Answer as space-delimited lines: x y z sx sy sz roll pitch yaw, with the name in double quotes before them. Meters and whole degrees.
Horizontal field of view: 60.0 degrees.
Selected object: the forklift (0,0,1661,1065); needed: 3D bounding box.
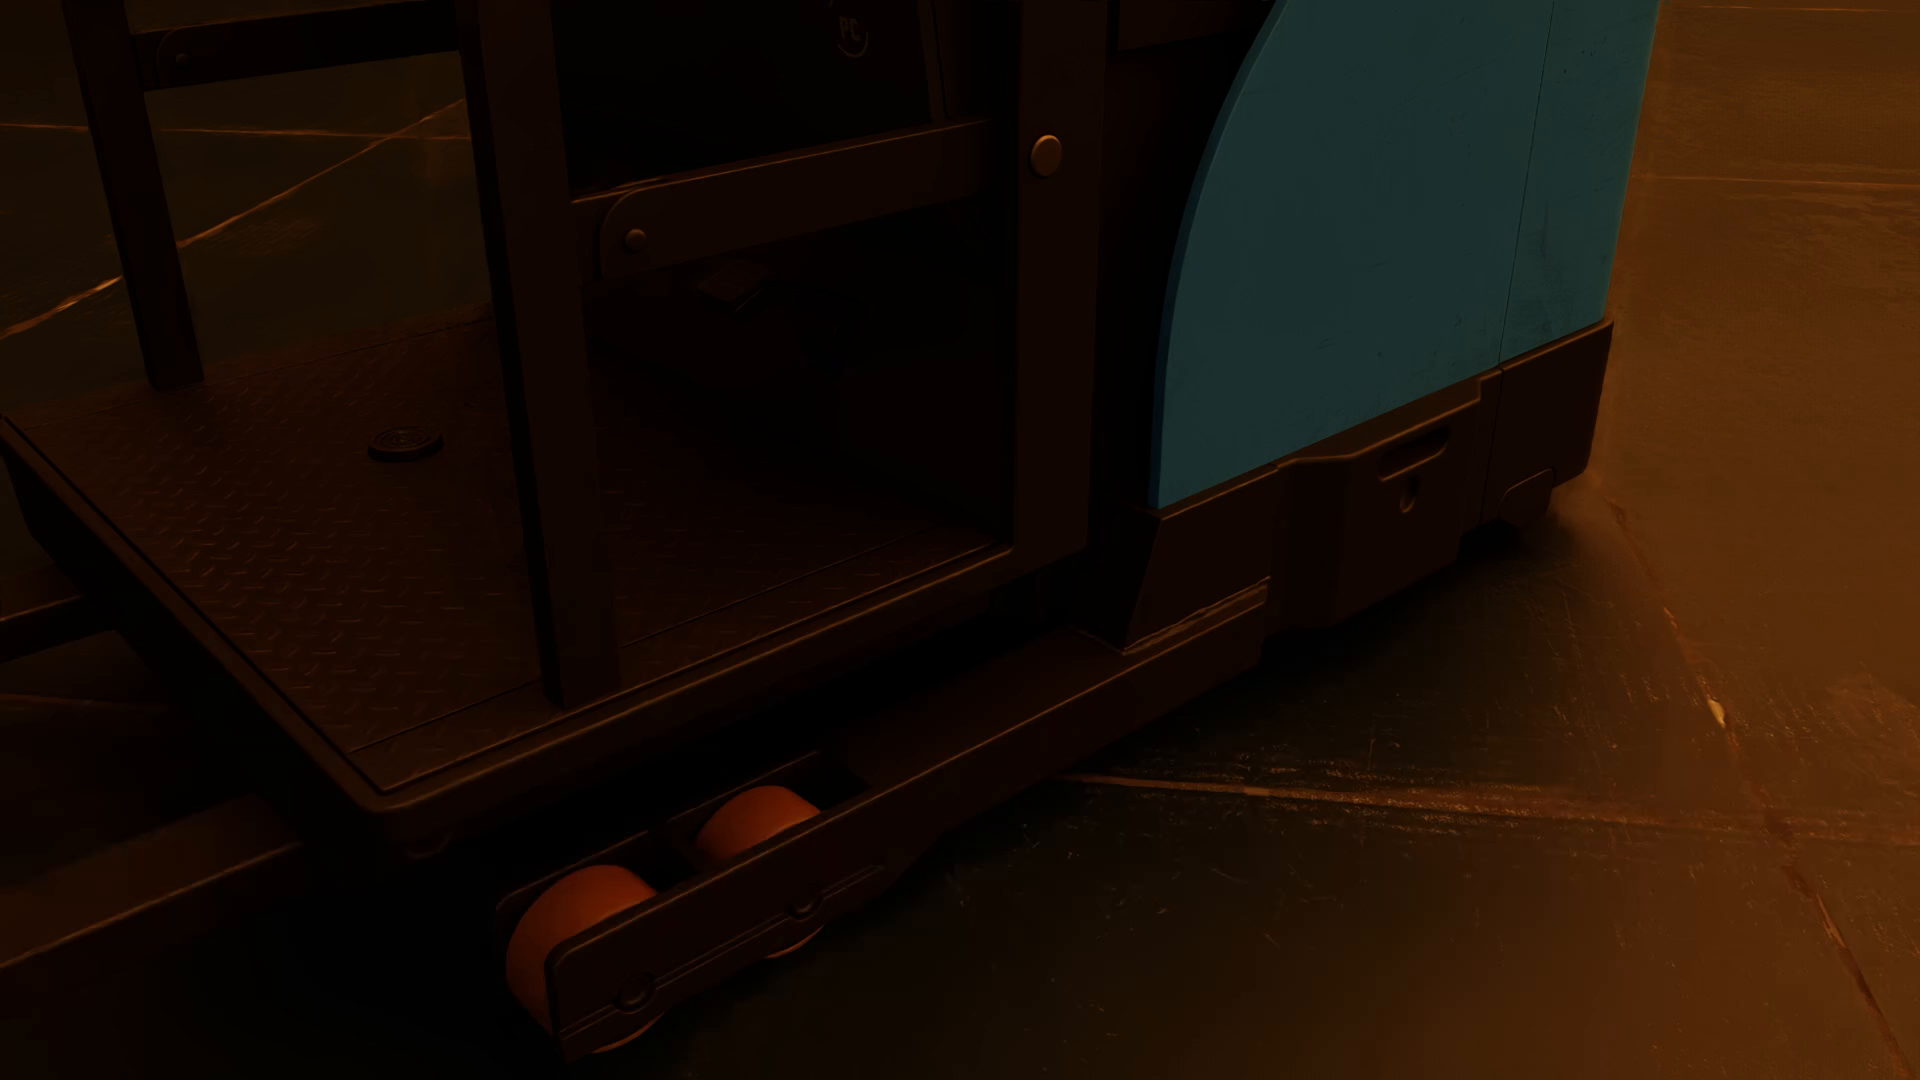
"forklift" -0.457 -1.101 1.424 3.031 2.935 1.130 -22 34 -37
